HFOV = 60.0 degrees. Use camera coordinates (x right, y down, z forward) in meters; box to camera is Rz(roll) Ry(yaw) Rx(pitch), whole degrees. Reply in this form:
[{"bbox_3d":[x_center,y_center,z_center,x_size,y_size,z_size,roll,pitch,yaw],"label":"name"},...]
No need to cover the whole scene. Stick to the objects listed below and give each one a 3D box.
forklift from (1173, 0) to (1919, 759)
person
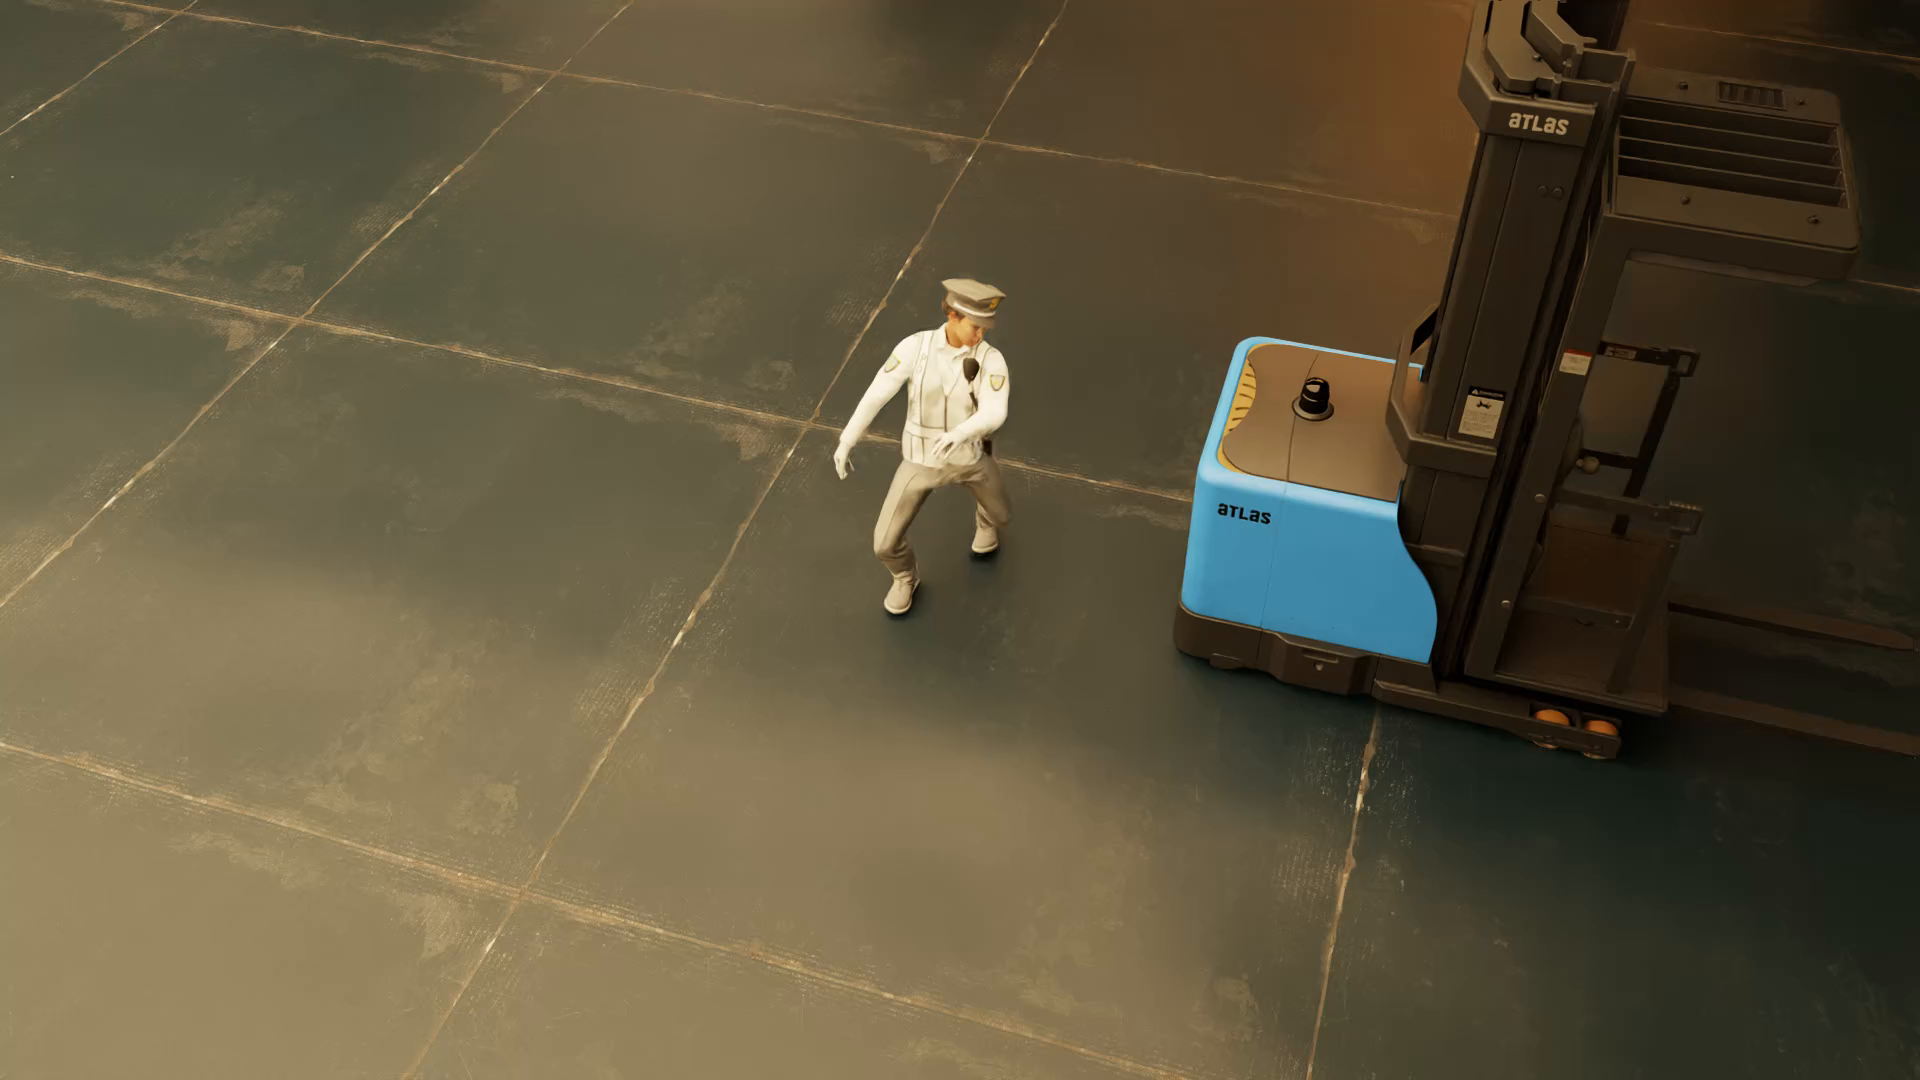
[{"bbox_3d":[2.508,-0.577,6.309,3.031,2.935,1.130,12,44,13],"label":"forklift"},{"bbox_3d":[-0.139,-0.331,7.059,0.784,1.523,0.820,-6,43,-6],"label":"person"}]
